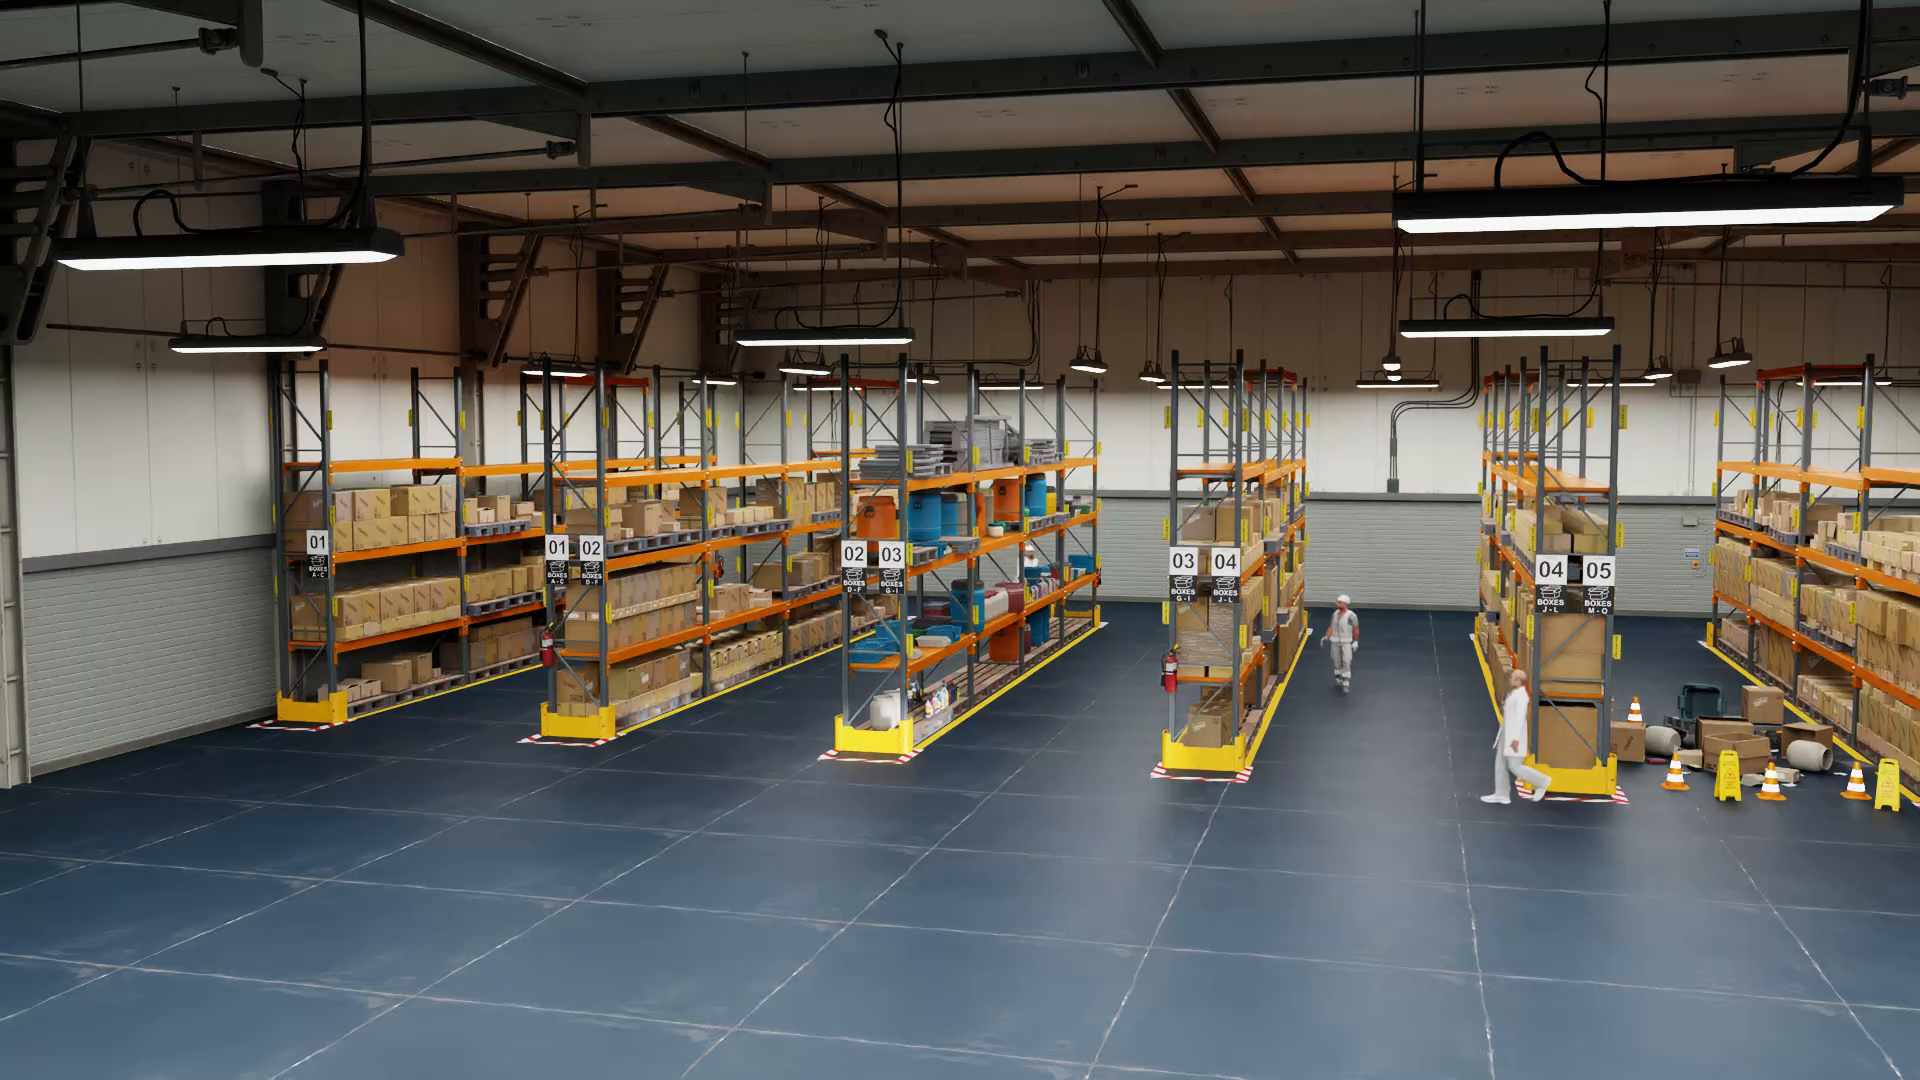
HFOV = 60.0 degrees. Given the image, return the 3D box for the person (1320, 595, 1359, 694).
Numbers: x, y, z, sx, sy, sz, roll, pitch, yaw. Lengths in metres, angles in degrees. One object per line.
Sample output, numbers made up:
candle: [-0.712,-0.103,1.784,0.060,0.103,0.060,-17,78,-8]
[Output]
person: [6.985,1.893,30.628,0.684,1.748,0.946,1,4,18]

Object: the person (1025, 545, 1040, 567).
person: [1.789,1.005,43.332,0.595,1.739,0.761,-3,5,-40]

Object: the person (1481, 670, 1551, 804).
person: [7.251,2.562,21.597,0.812,1.761,0.549,-1,4,-10]
